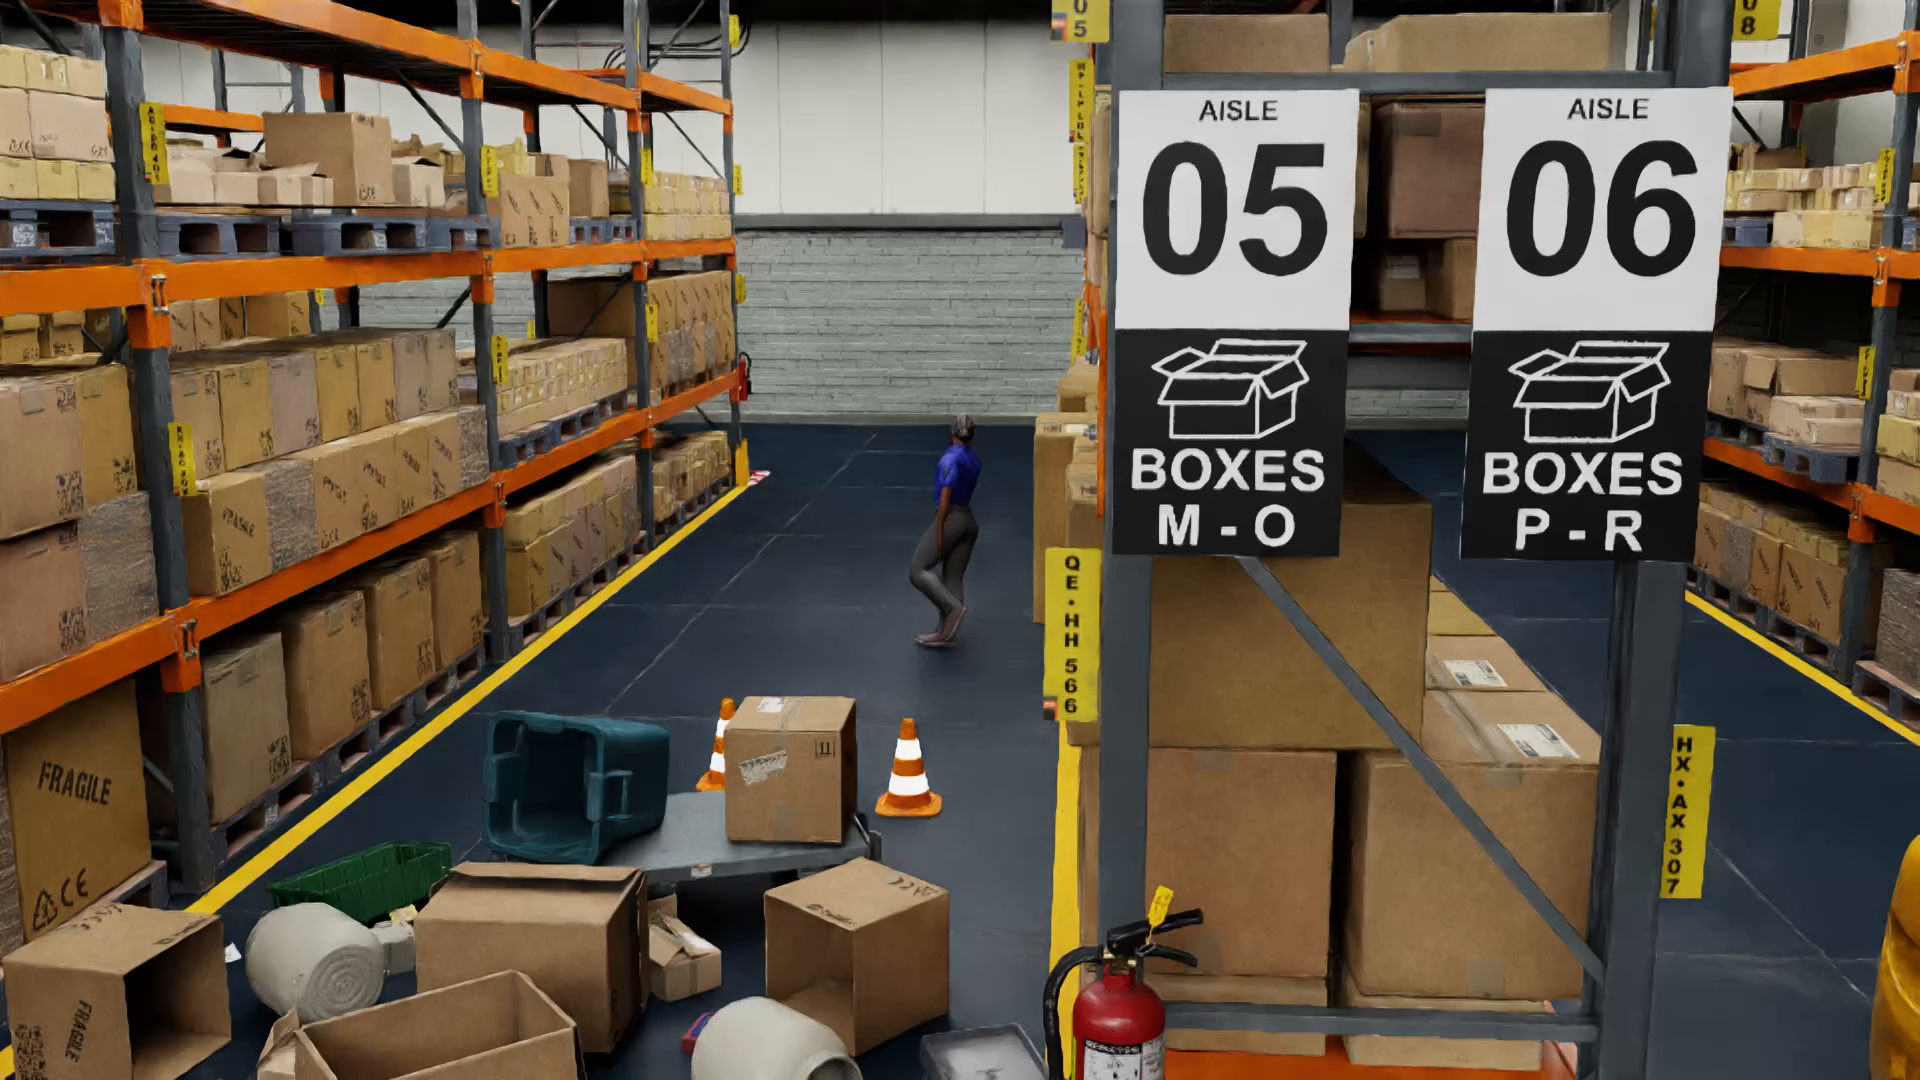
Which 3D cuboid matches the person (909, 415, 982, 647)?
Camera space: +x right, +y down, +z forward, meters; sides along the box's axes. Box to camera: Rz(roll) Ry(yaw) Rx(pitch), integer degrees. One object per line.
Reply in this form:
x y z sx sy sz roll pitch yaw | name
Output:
-0.045 -0.057 11.777 0.494 1.602 0.629 8 13 35 | person
